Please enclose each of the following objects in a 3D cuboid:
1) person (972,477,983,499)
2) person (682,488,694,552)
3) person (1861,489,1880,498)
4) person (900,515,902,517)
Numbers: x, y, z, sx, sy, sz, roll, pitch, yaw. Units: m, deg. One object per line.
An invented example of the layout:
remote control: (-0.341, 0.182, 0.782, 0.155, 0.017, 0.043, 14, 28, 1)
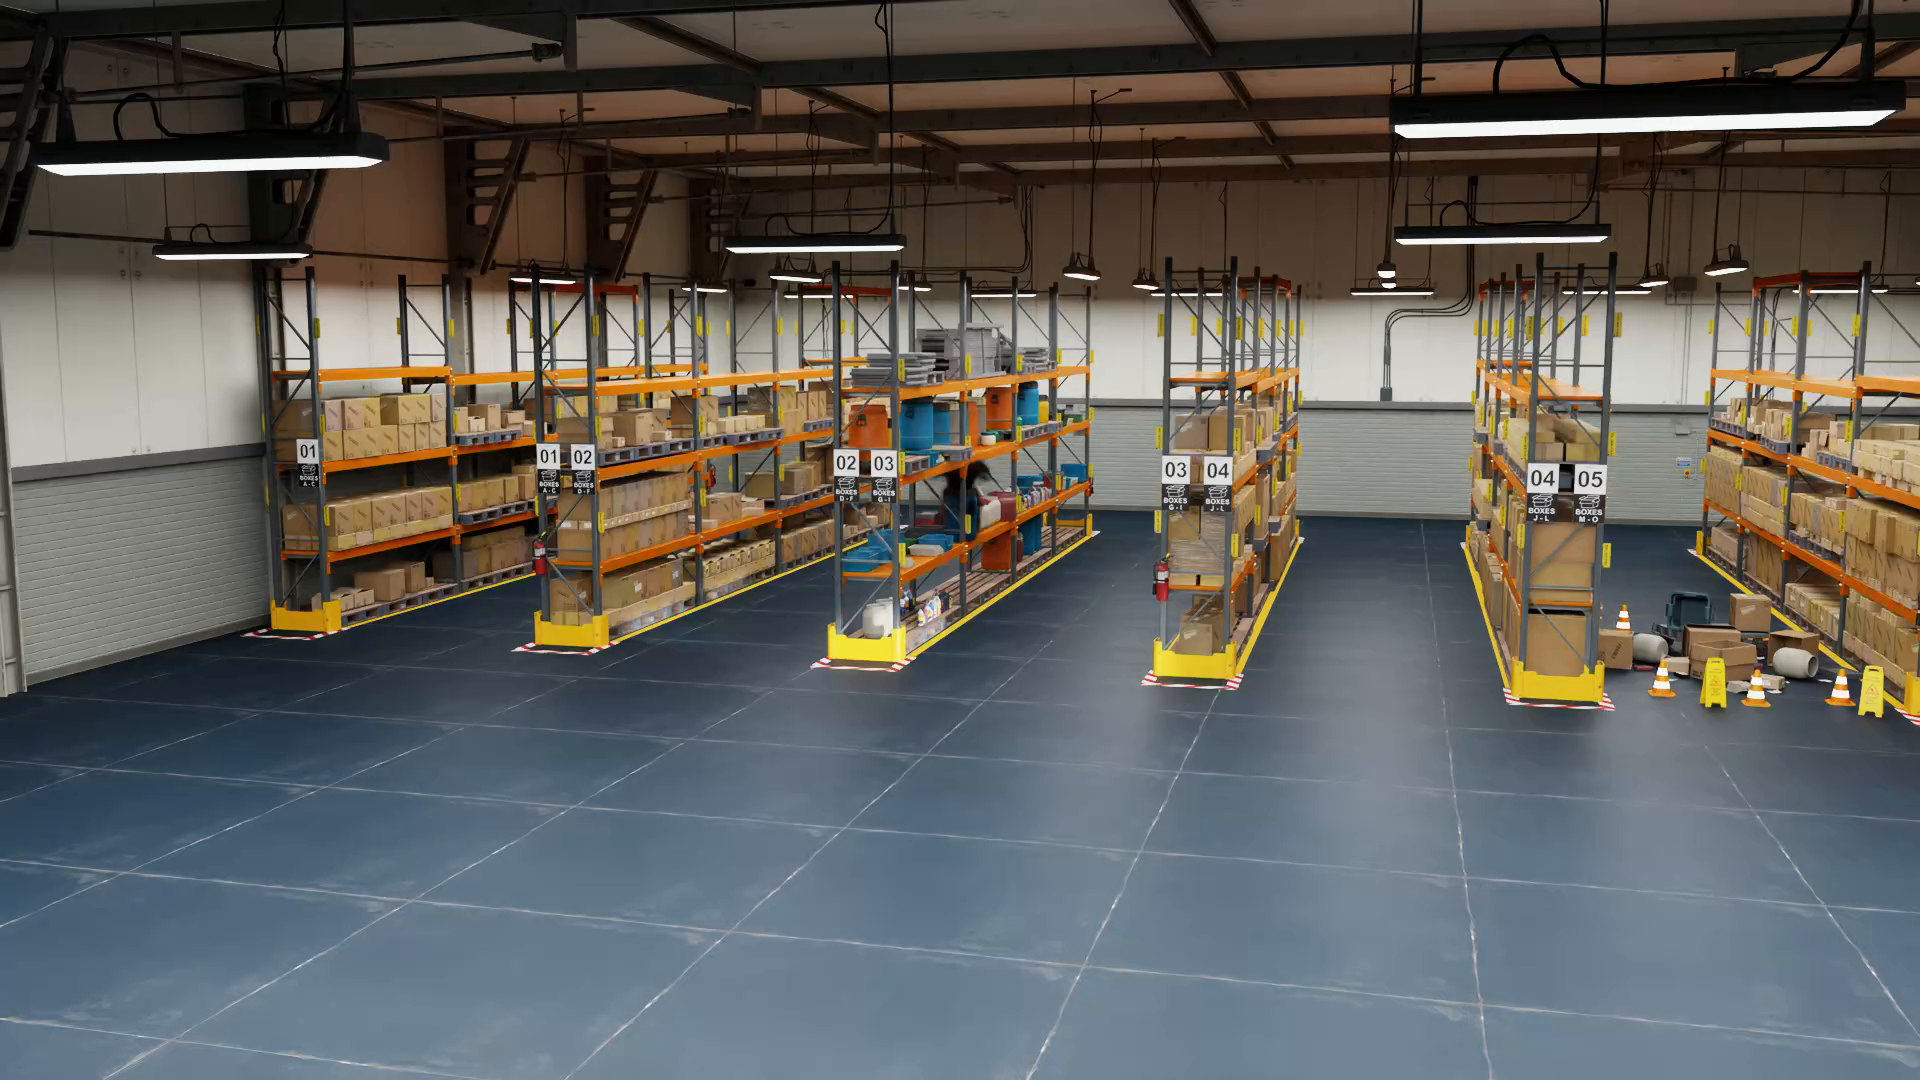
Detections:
person: (0.214, -0.677, 38.177, 0.648, 1.617, 1.028, 2, 8, 16)
person: (-5.713, -0.266, 35.330, 0.577, 1.670, 0.932, 2, 8, 15)
person: (21.706, -0.900, 39.572, 0.561, 1.747, 0.566, 0, 7, -2)
person: (-1.823, -1.479, 44.064, 0.588, 1.757, 0.535, 3, 8, 20)
